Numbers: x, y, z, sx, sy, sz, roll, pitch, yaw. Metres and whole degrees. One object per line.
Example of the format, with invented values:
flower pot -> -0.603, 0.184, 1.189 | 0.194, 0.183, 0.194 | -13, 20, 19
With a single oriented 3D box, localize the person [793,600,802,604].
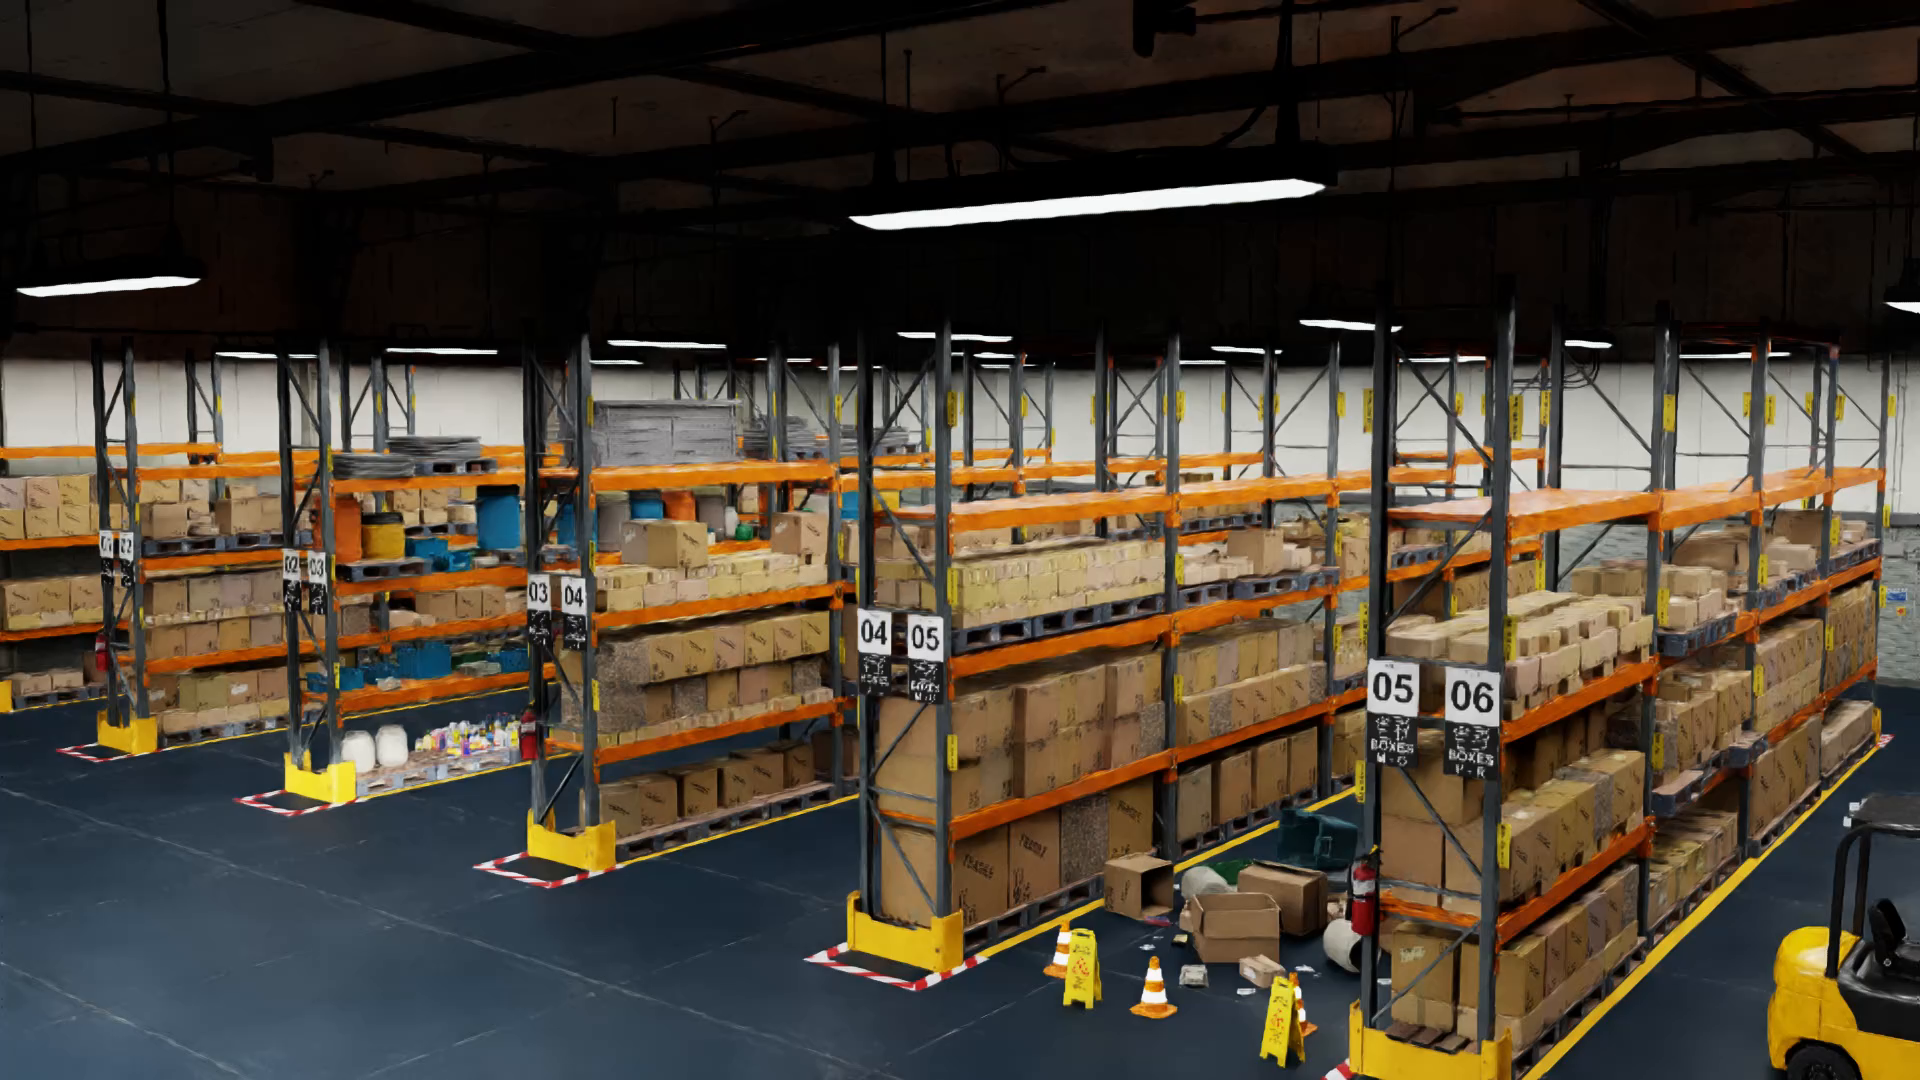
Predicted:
person -> -3.752, 0.927, 38.208 | 0.398, 1.791, 0.692 | 3, 6, 31

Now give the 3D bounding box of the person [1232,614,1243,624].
person -> 4.641, 1.972, 27.534 | 0.491, 1.590, 0.991 | 4, 6, 36
